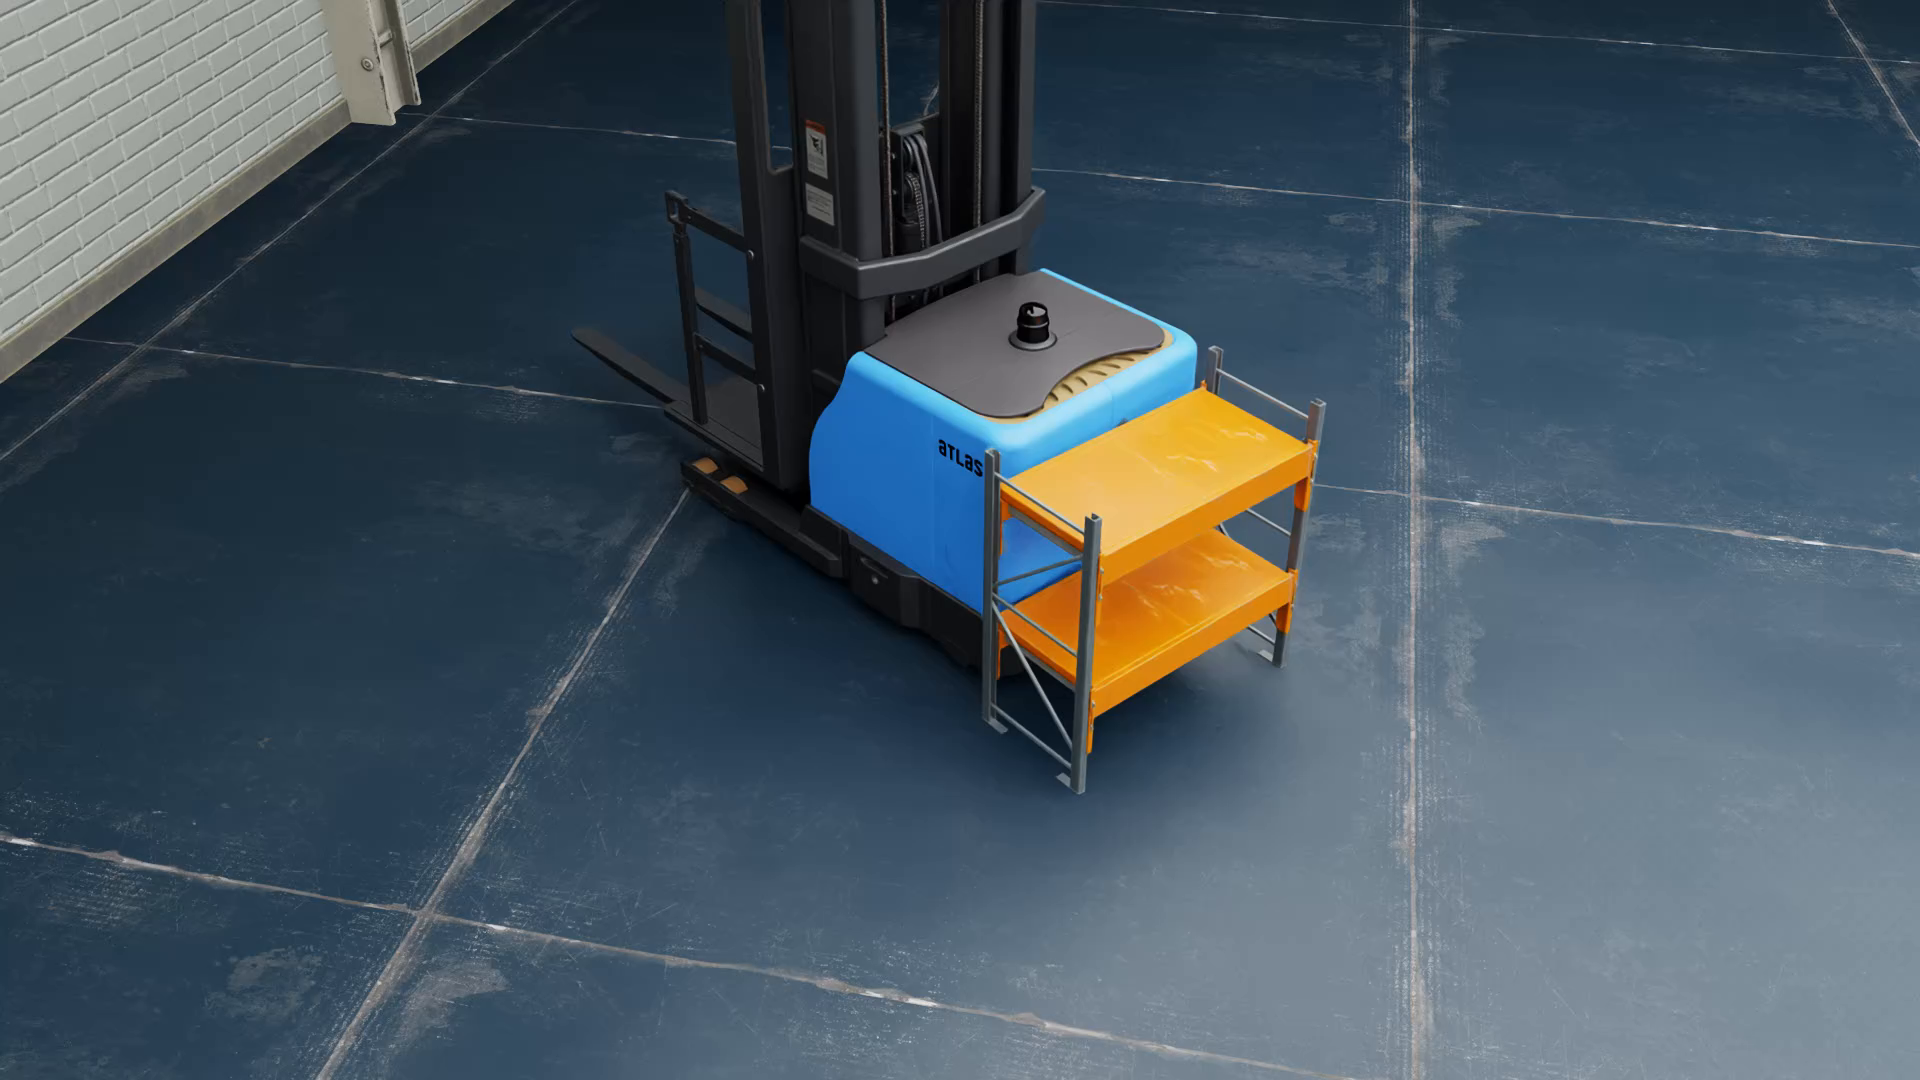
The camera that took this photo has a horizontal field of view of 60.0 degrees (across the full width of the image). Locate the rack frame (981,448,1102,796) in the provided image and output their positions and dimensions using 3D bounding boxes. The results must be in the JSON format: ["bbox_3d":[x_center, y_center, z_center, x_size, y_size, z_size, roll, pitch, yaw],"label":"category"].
[{"bbox_3d":[0.249,0.283,5.400,0.032,1.125,0.500,-26,44,-31],"label":"rack frame"}]

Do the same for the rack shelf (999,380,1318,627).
[{"bbox_3d":[0.639,-0.145,5.492,1.000,0.278,0.538,-26,44,-31],"label":"rack shelf"}]

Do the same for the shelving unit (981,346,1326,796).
[{"bbox_3d":[0.639,0.091,5.664,1.048,1.125,0.538,-26,44,-31],"label":"shelving unit"}]

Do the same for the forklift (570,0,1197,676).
[{"bbox_3d":[-0.520,-1.468,6.278,1.130,2.935,3.031,-29,45,-34],"label":"forklift"}]

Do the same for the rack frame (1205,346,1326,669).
[{"bbox_3d":[1.028,-0.100,5.928,0.032,1.125,0.500,-26,44,-31],"label":"rack frame"}]

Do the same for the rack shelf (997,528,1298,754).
[{"bbox_3d":[0.638,0.289,5.808,1.000,0.278,0.538,-26,44,-31],"label":"rack shelf"}]

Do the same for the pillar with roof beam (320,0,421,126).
[{"bbox_3d":[0.583,-5.801,7.085,9.100,9.000,0.400,7,37,10],"label":"pillar with roof beam"}]
